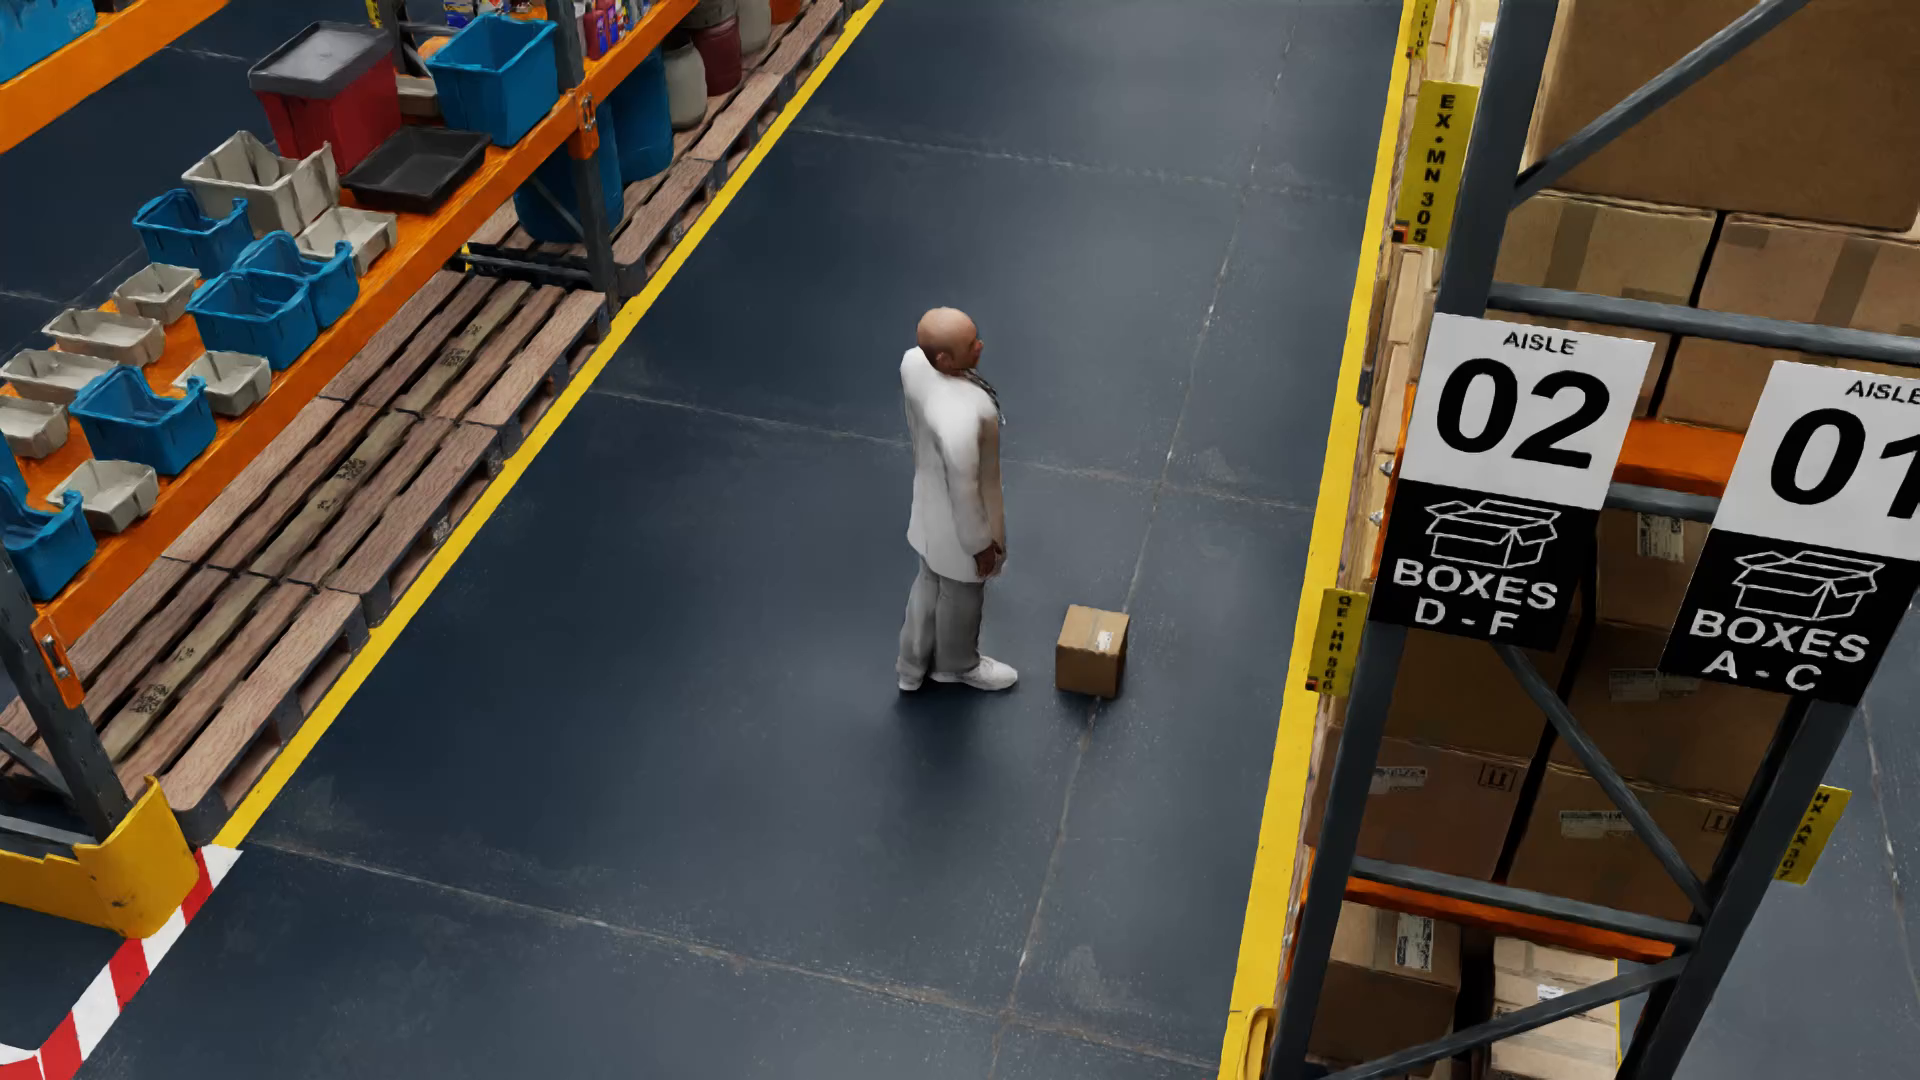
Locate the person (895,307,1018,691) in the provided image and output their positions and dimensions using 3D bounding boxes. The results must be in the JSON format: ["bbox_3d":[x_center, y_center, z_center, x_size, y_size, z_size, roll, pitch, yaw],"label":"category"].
[{"bbox_3d":[-0.046,-0.144,6.311,0.485,1.763,0.629,-14,43,-16],"label":"person"}]
